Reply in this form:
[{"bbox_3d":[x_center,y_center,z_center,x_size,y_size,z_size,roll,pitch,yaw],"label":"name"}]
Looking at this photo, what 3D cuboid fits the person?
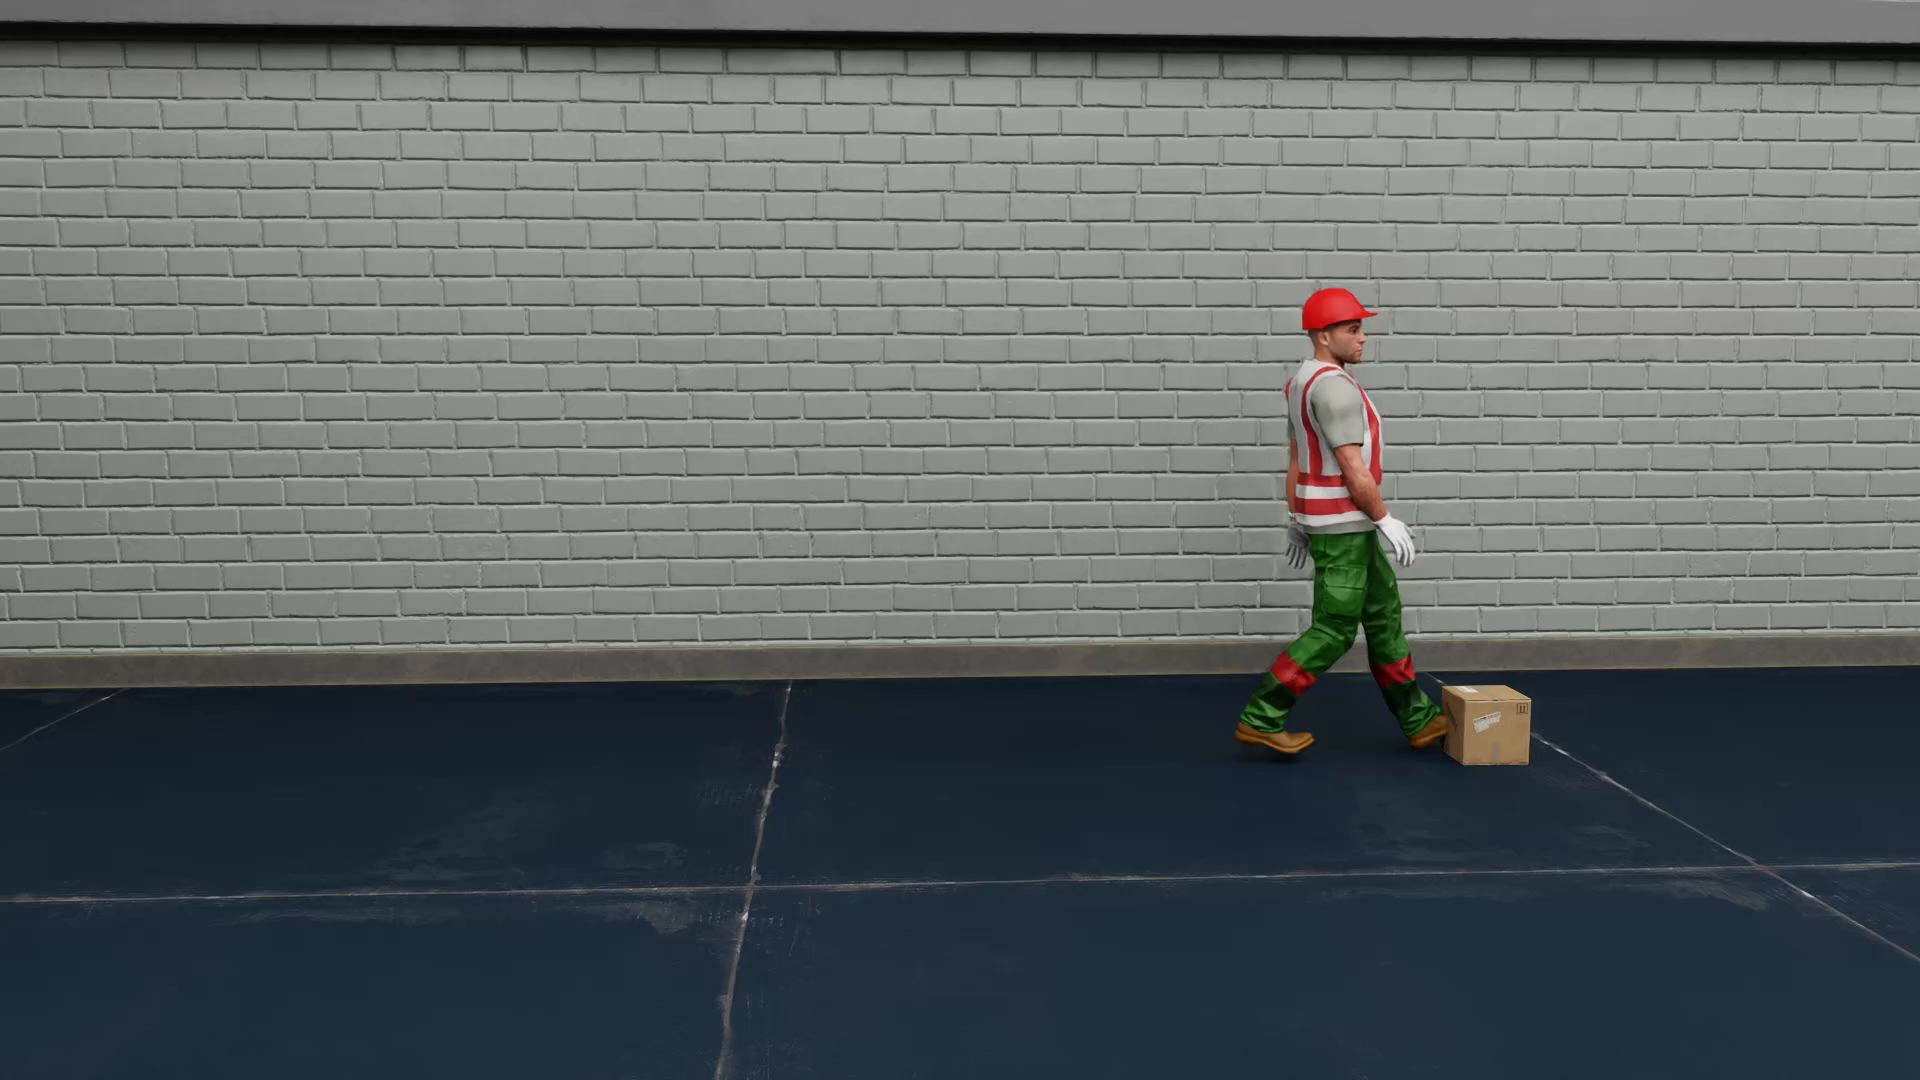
[{"bbox_3d":[1.513,-0.058,6.191,0.969,1.745,0.571,0,7,2],"label":"person"}]
